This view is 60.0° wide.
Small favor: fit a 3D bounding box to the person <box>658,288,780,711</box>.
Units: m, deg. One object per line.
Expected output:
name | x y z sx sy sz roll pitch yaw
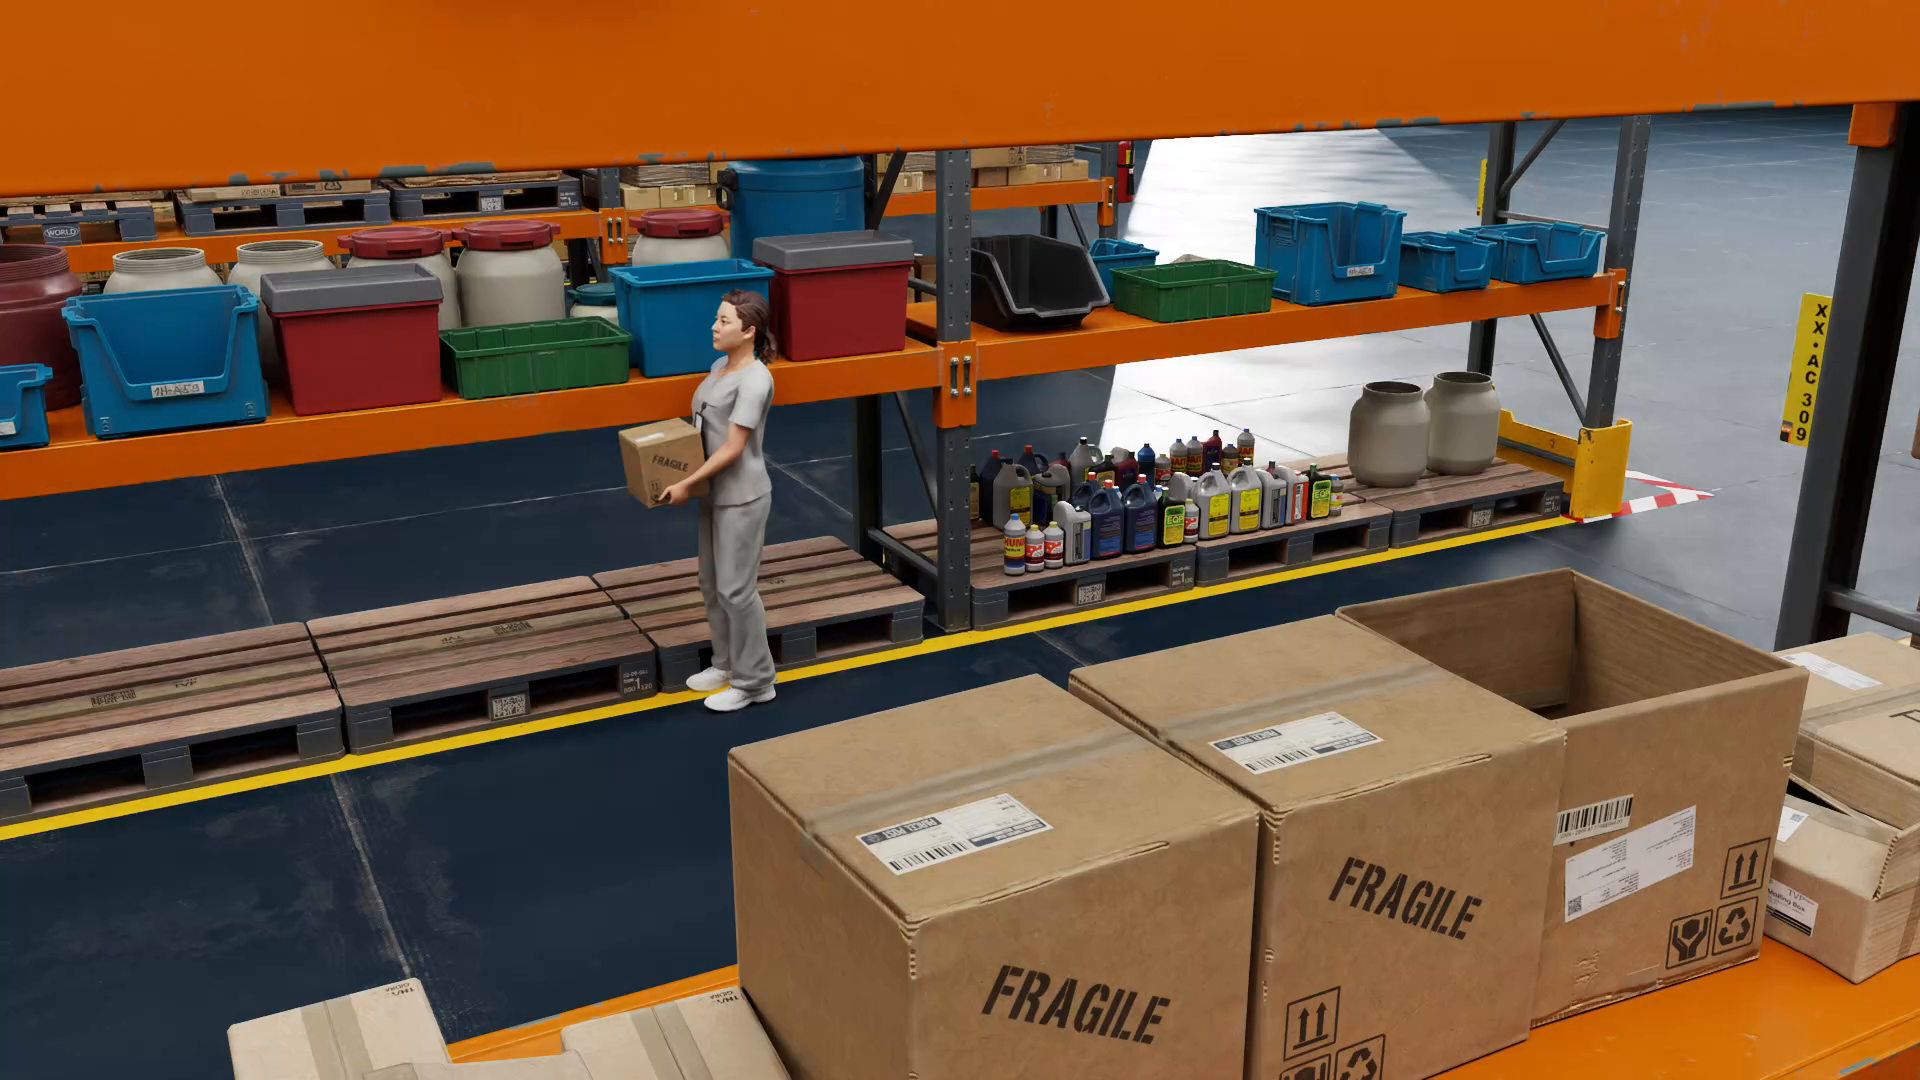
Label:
person | -0.951 -0.148 6.521 0.553 1.662 0.438 -10 21 -26
